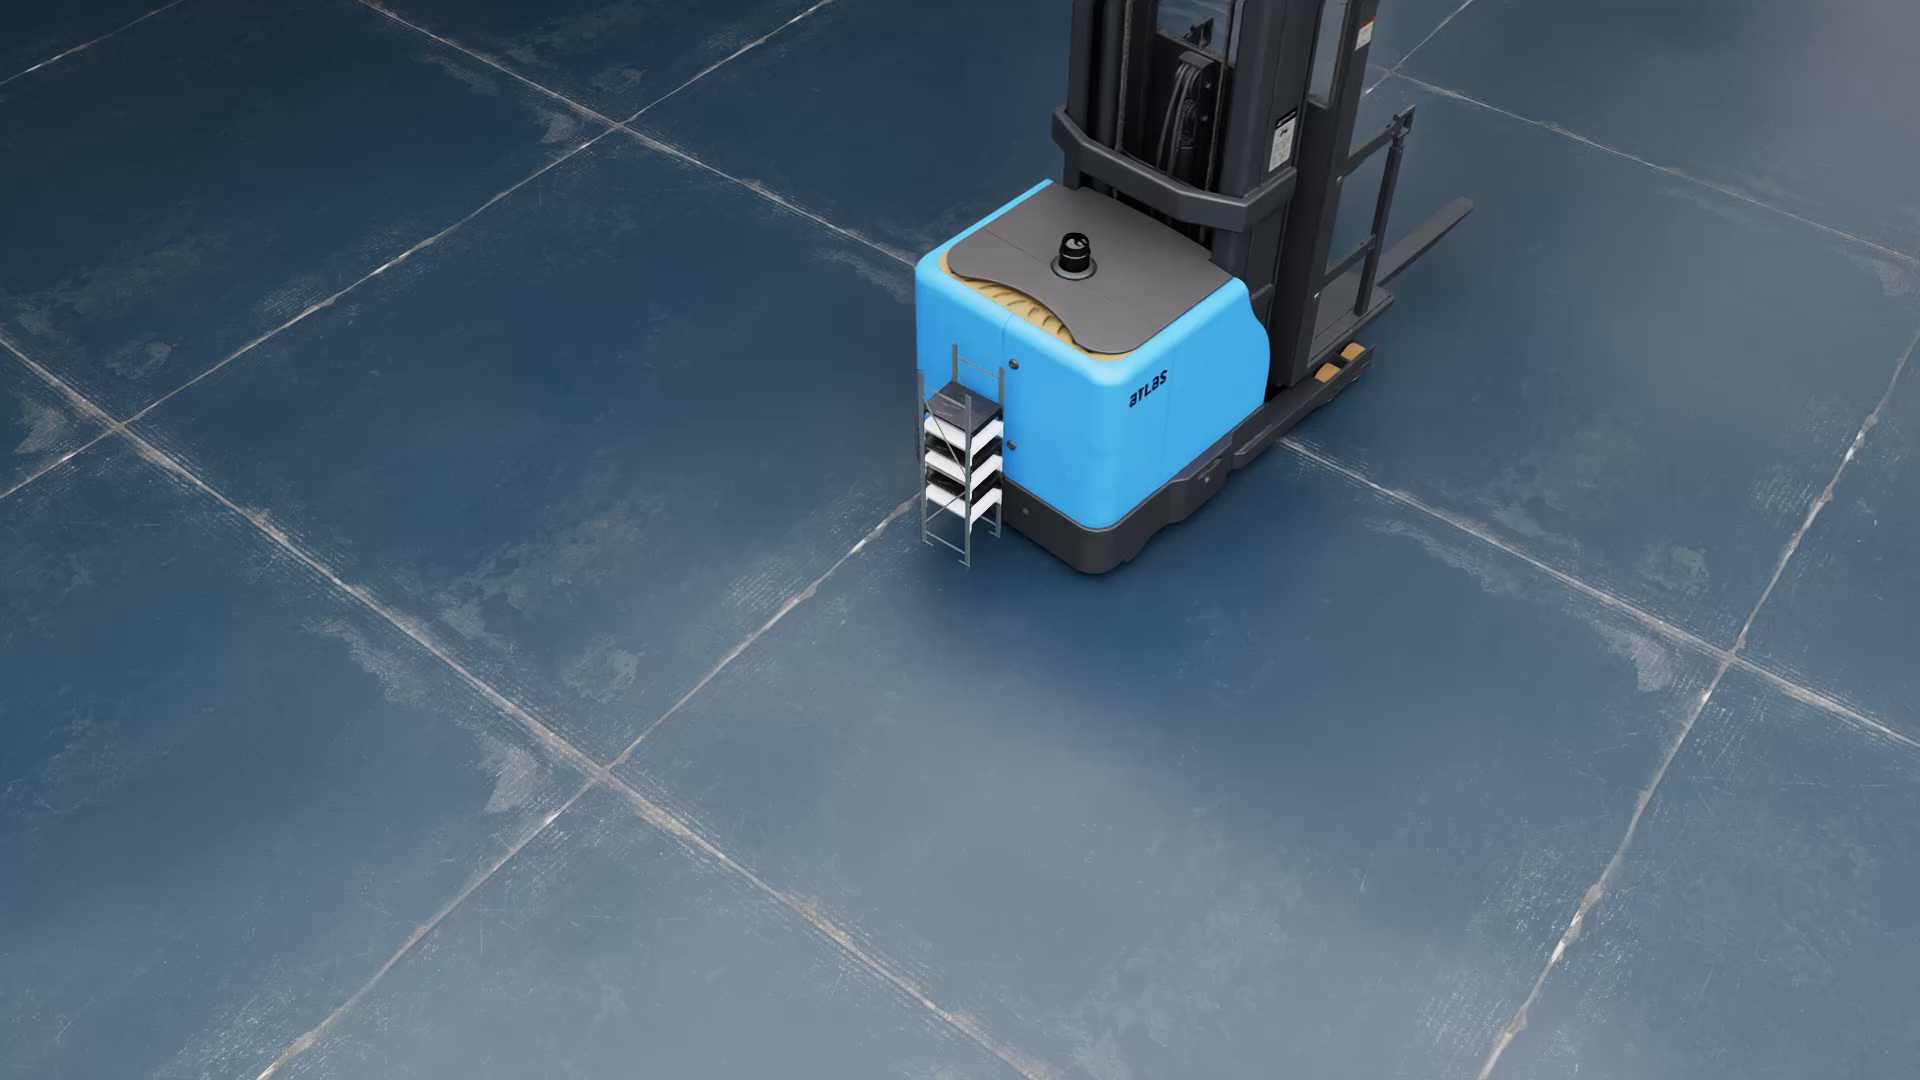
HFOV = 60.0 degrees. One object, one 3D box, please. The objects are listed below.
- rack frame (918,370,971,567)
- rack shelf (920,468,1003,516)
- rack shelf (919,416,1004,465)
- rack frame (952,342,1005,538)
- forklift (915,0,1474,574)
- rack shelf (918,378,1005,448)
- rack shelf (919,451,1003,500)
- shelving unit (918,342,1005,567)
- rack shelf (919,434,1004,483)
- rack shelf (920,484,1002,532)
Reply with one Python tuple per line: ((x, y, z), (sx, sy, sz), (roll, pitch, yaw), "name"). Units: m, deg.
((-0.057, -0.257, 6.373), (0.240, 0.900, 0.006), (29, 53, 25), "rack frame")
((0.005, -0.230, 6.518), (0.258, 0.077, 0.200), (29, 53, 25), "rack shelf")
((0.005, -0.417, 6.323), (0.258, 0.077, 0.200), (29, 53, 25), "rack shelf")
((0.067, -0.374, 6.485), (0.240, 0.900, 0.006), (29, 53, 25), "rack frame")
((1.191, -1.853, 6.493), (1.130, 2.935, 3.031), (34, 55, 28), "forklift")
((0.005, -0.479, 6.258), (0.258, 0.077, 0.200), (29, 53, 25), "rack shelf")
((0.005, -0.292, 6.453), (0.258, 0.077, 0.200), (29, 53, 25), "rack shelf")
((0.005, -0.315, 6.429), (0.258, 0.900, 0.210), (29, 53, 25), "shelving unit")
((0.005, -0.355, 6.388), (0.258, 0.077, 0.200), (29, 53, 25), "rack shelf")
((0.005, -0.168, 6.583), (0.258, 0.077, 0.200), (29, 53, 25), "rack shelf")
